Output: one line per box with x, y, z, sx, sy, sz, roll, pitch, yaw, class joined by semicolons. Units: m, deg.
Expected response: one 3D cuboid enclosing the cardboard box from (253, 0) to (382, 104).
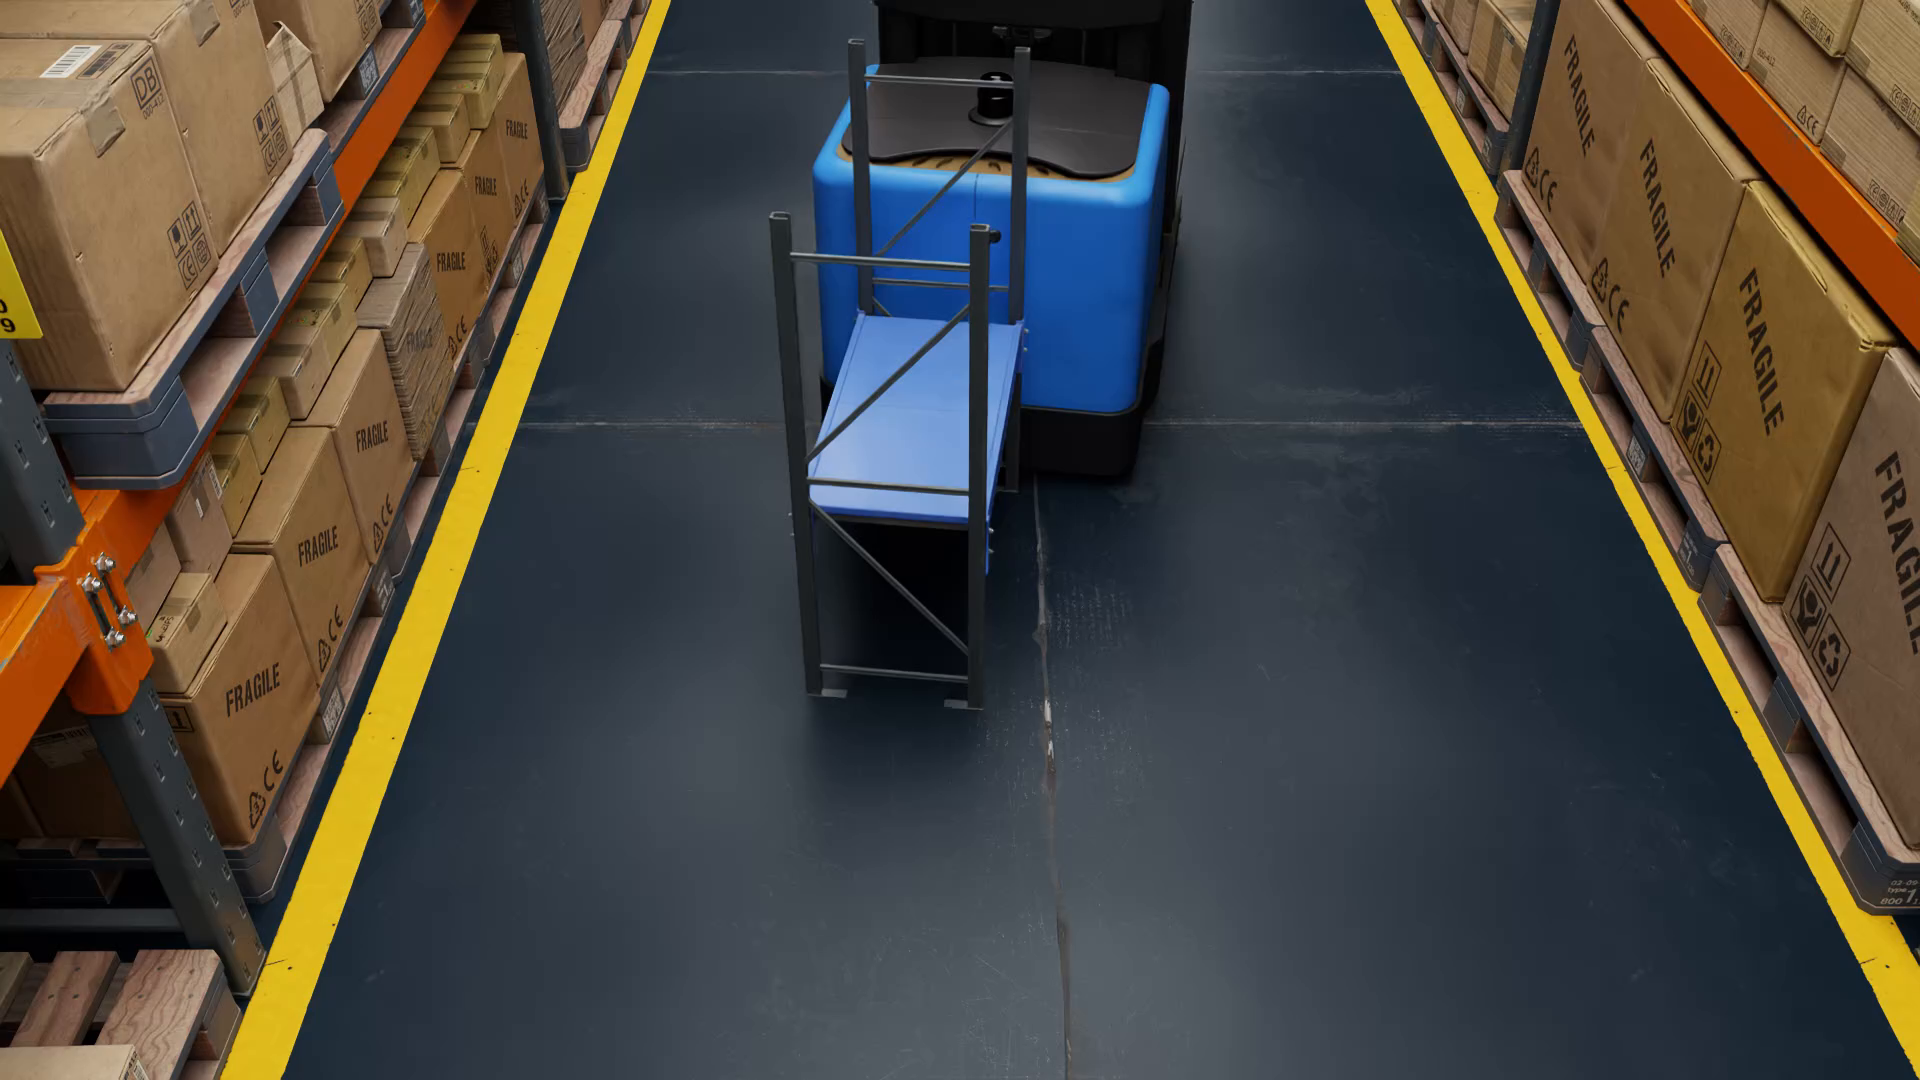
-1.944;-1.452;4.247;0.700;0.500;0.500;0;39;0;cardboard box

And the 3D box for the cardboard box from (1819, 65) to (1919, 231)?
2.565;-0.993;4.210;0.500;0.250;0.500;-1;39;-1;cardboard box

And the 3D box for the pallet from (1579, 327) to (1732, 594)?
2.718;-0.296;5.451;1.003;0.211;1.213;0;39;0;pallet

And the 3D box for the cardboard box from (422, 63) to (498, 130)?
-1.885;-1.595;5.986;0.380;0.149;0.250;-2;39;-2;cardboard box

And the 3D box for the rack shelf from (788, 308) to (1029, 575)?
-0.120;-0.308;4.723;0.538;0.185;1.000;4;39;5;rack shelf

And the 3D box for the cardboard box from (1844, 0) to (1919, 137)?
2.540;-1.186;4.051;0.500;0.250;0.500;1;39;1;cardboard box

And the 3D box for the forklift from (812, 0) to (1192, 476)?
0.299;-2.272;5.741;1.130;2.935;3.031;6;39;8;forklift

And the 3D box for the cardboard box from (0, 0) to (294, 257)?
-1.943;-0.961;3.634;0.700;0.500;0.500;0;39;0;cardboard box

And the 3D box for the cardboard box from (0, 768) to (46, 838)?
-2.462;0.373;4.048;0.500;0.500;0.500;0;39;0;cardboard box

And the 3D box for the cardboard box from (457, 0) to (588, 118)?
-2.157;-2.260;7.235;0.875;0.625;0.625;1;39;1;cardboard box

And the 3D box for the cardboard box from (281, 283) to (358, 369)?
-1.964;-0.614;4.762;0.380;0.149;0.250;1;39;2;cardboard box

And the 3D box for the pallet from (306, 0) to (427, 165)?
-2.163;-1.342;4.679;1.003;0.211;1.213;0;39;0;pallet

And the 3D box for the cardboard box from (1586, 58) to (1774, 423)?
2.708;-0.984;5.442;0.875;0.875;0.875;0;39;1;cardboard box

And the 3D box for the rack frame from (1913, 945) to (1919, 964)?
2.798;-0.137;3.023;1.000;3.000;0.127;0;39;0;rack frame

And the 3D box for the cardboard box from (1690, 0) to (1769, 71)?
2.556;-1.625;4.999;0.500;0.250;0.500;1;39;1;cardboard box

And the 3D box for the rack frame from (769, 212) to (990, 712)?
-0.182;-0.133;4.217;0.500;1.500;0.032;4;39;5;rack frame

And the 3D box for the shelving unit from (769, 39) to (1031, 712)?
-0.120;-0.448;4.610;0.538;1.500;1.048;4;39;5;shelving unit

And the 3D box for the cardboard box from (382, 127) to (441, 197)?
-1.974;-1.265;5.574;0.380;0.149;0.250;1;39;1;cardboard box

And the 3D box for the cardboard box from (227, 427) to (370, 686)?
-1.951;0.045;4.459;0.500;0.500;0.500;-1;39;-1;cardboard box

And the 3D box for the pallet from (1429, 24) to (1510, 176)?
2.794;-2.039;7.626;1.003;0.211;1.213;0;39;0;pallet

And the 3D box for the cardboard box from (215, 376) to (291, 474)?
-2.003;-0.302;4.373;0.380;0.149;0.250;-1;39;-1;cardboard box

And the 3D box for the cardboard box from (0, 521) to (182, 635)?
-1.960;0.087;3.650;0.380;0.149;0.250;-1;39;-1;cardboard box

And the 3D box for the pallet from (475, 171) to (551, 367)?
-2.207;-1.078;6.426;1.003;0.211;1.213;0;39;0;pallet

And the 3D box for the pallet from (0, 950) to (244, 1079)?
-2.166;1.386;3.351;1.003;0.211;1.213;0;39;0;pallet

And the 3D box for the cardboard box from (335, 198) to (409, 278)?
-1.943;-0.936;5.164;0.380;0.149;0.250;-2;39;-2;cardboard box

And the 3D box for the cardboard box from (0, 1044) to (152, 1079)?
-1.871;1.165;3.341;0.380;0.149;0.250;-1;39;-1;cardboard box

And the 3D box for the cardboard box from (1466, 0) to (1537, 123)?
2.803;-2.130;7.275;0.950;0.372;0.625;-2;39;-3;cardboard box

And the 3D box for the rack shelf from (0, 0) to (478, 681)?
-2.168;-1.101;4.801;1.077;0.370;4.000;0;39;0;rack shelf

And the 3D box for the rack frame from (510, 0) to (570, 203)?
-2.170;-2.633;6.137;1.000;3.000;0.127;0;39;0;rack frame

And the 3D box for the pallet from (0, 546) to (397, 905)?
-2.204;0.448;4.522;1.003;0.211;1.213;0;39;0;pallet

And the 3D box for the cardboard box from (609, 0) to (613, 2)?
-2.167;-3.090;8.270;0.875;0.625;0.625;-2;39;-2;cardboard box

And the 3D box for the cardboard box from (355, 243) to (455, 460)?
-1.942;-0.592;5.253;0.500;0.500;0.500;-1;39;-2;cardboard box

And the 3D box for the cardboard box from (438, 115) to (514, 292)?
-1.964;-1.244;6.067;0.500;0.500;0.500;-1;39;-1;cardboard box

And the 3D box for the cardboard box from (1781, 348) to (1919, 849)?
2.718;0.140;4.039;0.875;0.875;0.875;1;39;1;cardboard box

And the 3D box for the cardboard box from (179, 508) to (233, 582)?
-1.977;0.029;3.959;0.380;0.149;0.250;-1;39;-1;cardboard box

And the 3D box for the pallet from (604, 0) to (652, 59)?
-2.130;-2.820;8.601;1.003;0.211;1.213;0;39;0;pallet
